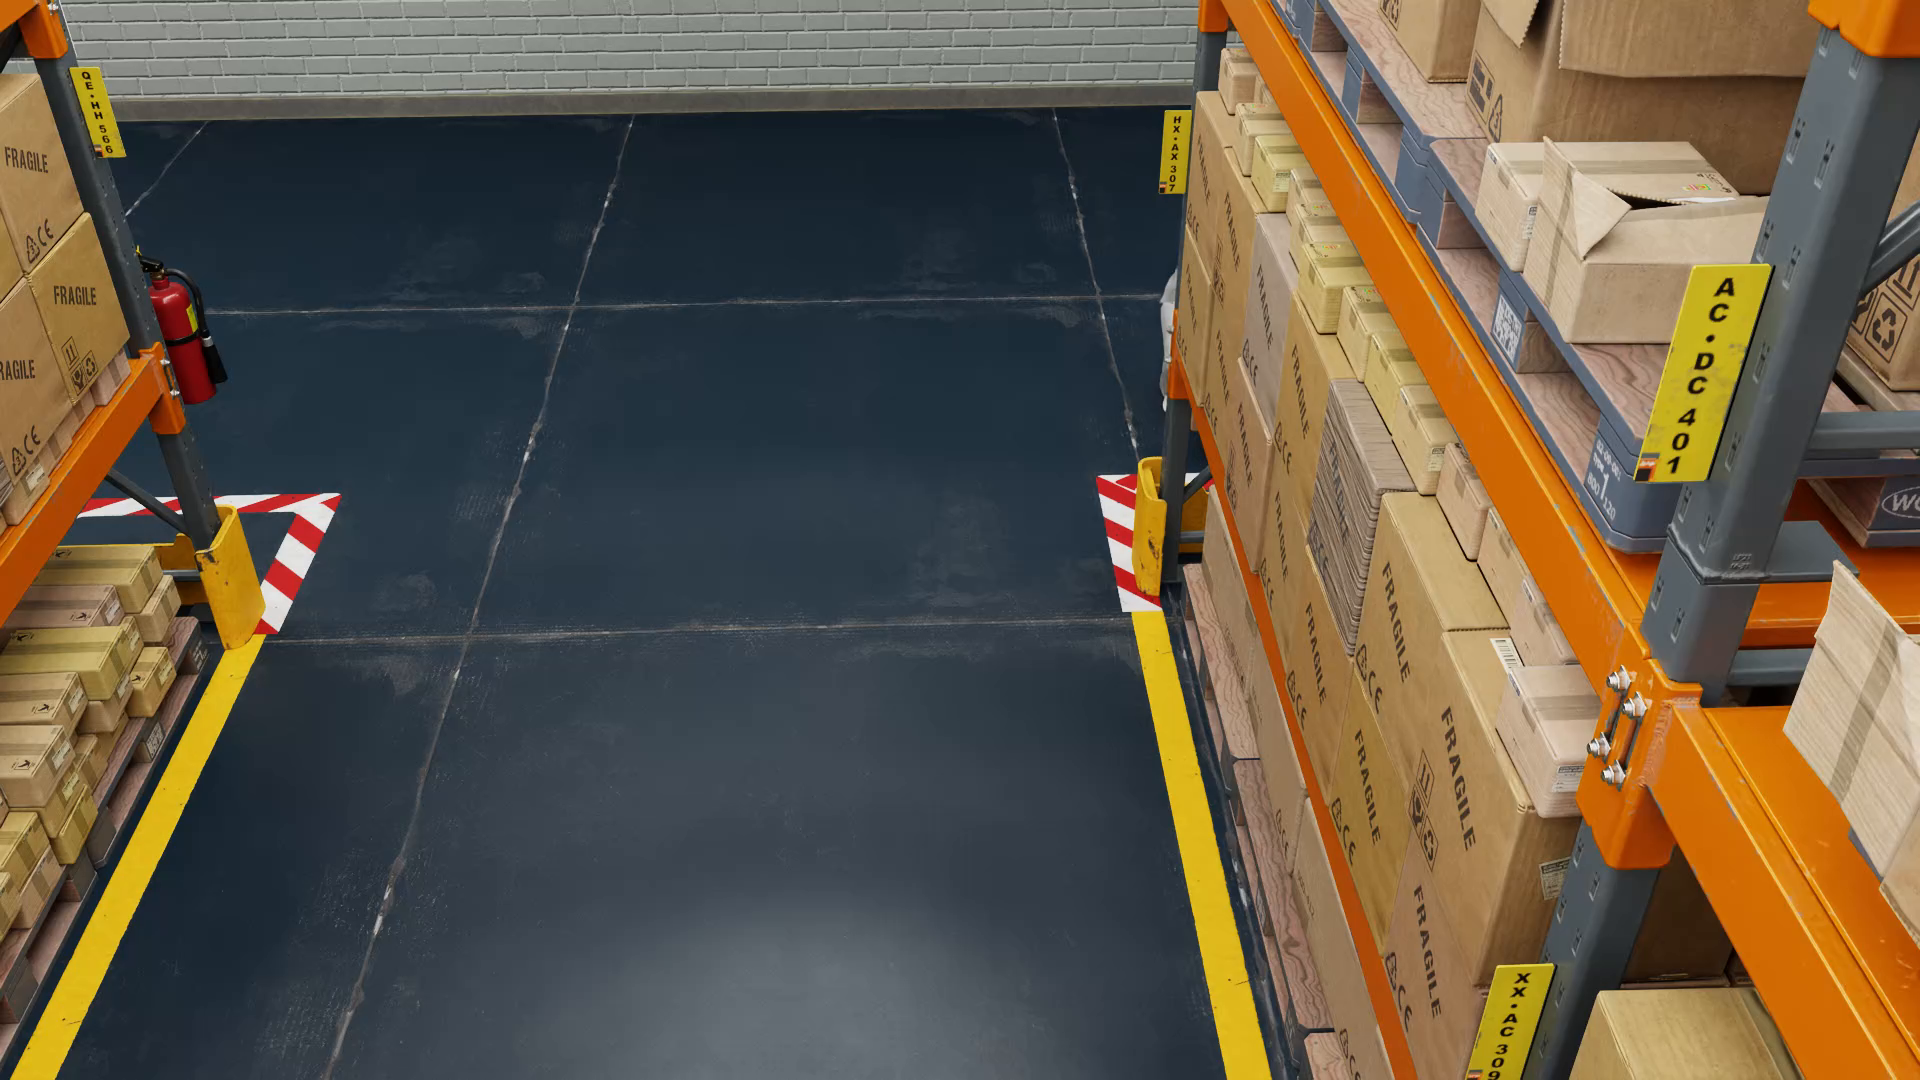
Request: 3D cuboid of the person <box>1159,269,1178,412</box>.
[{"bbox_3d":[1.243,-1.049,8.219,0.486,0.991,0.785,-2,35,-2],"label":"person"}]
